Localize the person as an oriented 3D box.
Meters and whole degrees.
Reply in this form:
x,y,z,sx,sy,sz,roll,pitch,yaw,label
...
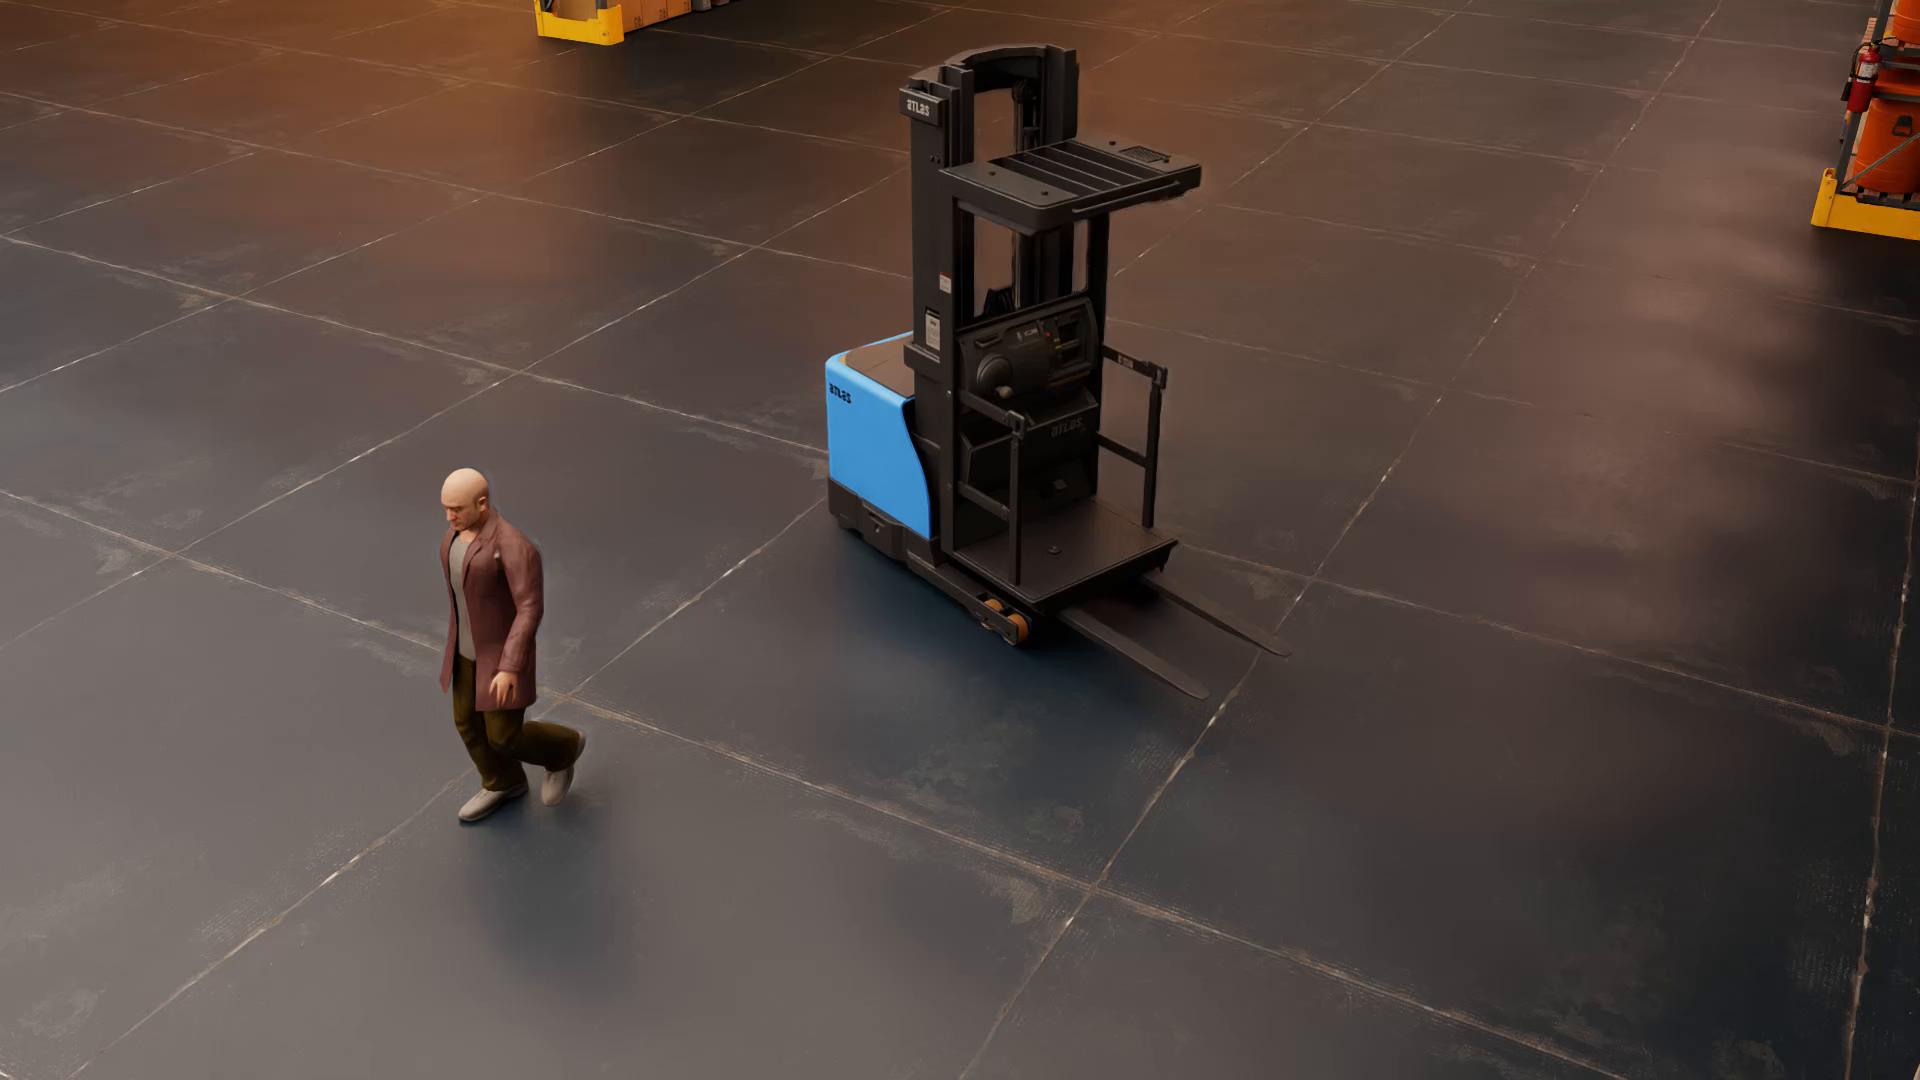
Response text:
x,y,z,sx,sy,sz,roll,pitch,yaw,label
-2.065,0.464,7.443,0.826,1.760,0.597,21,36,32,person

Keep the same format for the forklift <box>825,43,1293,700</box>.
x,y,z,sx,sy,sz,roll,pitch,yaw,label
0.509,-0.983,8.774,1.130,2.935,3.031,-22,37,-33,forklift
